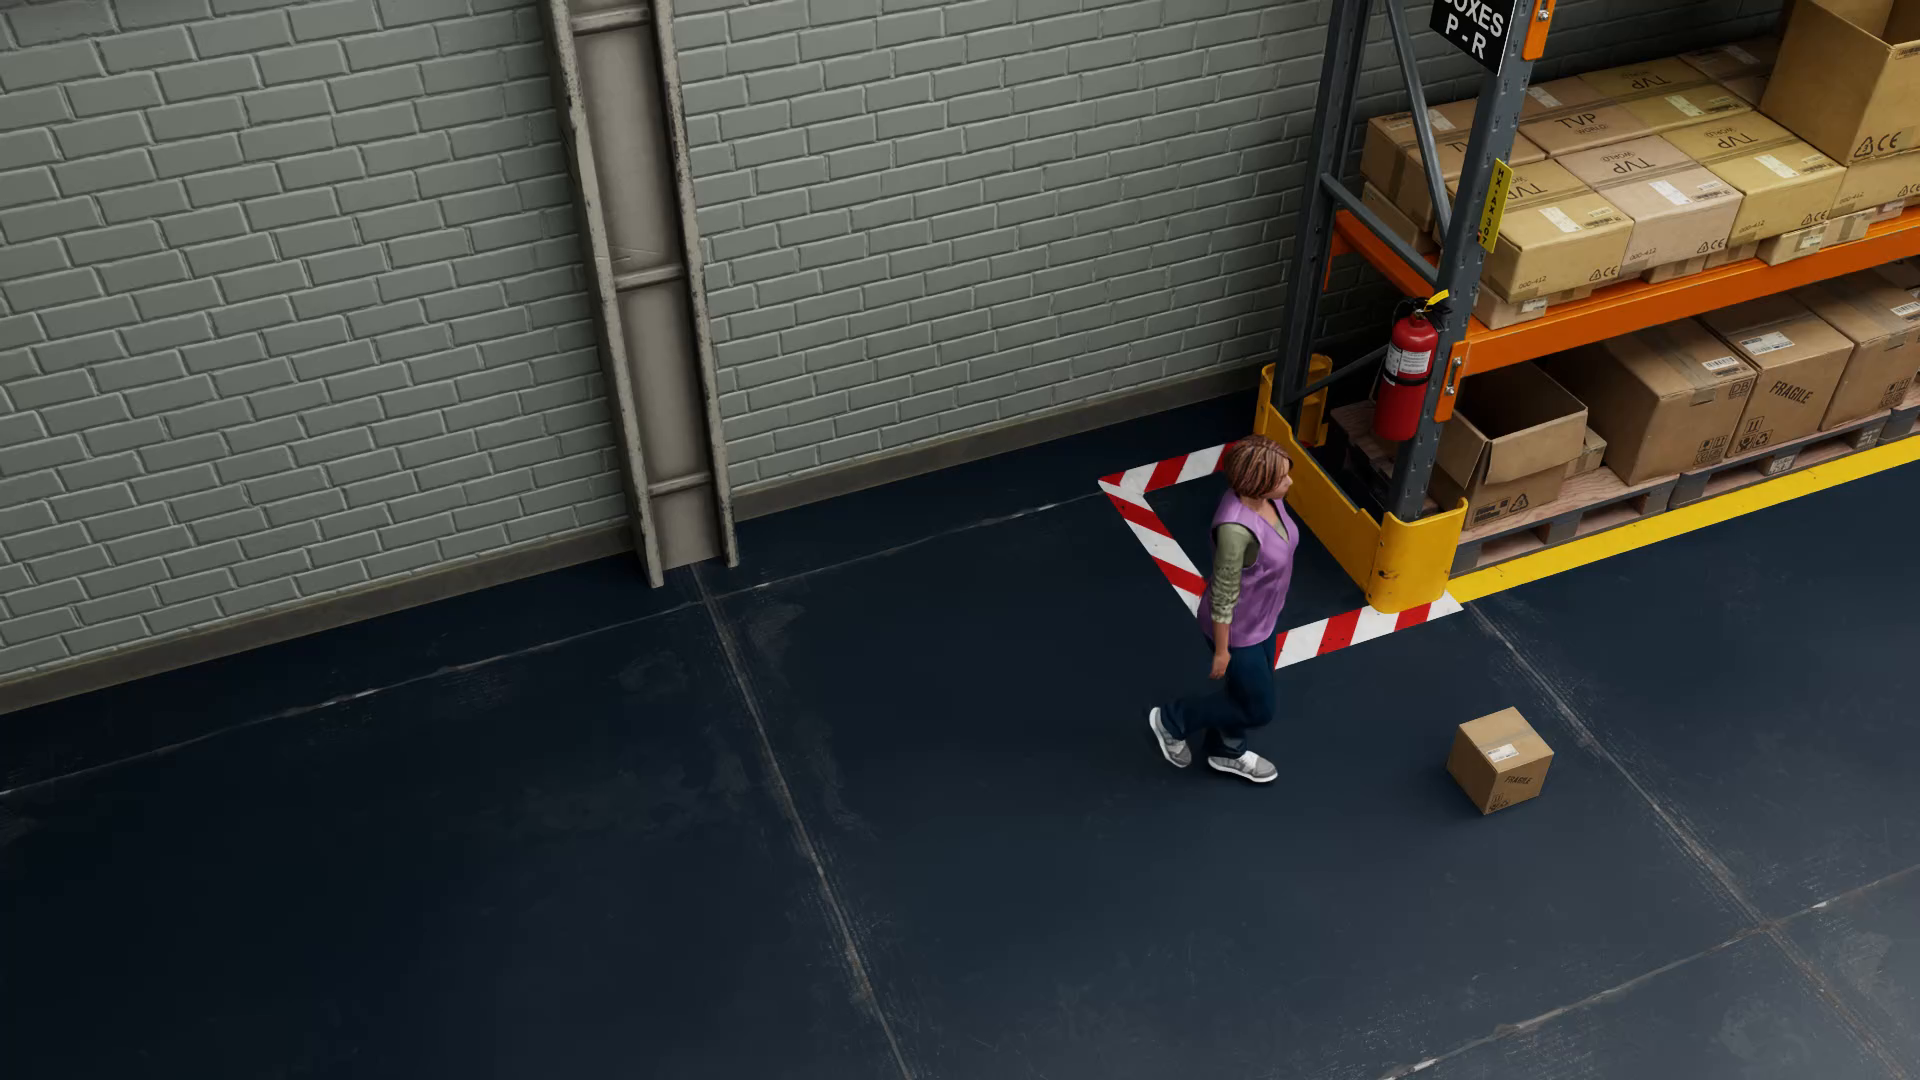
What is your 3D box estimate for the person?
[{"bbox_3d":[0.970,0.268,5.844,0.497,1.586,0.452,17,45,17],"label":"person"}]
